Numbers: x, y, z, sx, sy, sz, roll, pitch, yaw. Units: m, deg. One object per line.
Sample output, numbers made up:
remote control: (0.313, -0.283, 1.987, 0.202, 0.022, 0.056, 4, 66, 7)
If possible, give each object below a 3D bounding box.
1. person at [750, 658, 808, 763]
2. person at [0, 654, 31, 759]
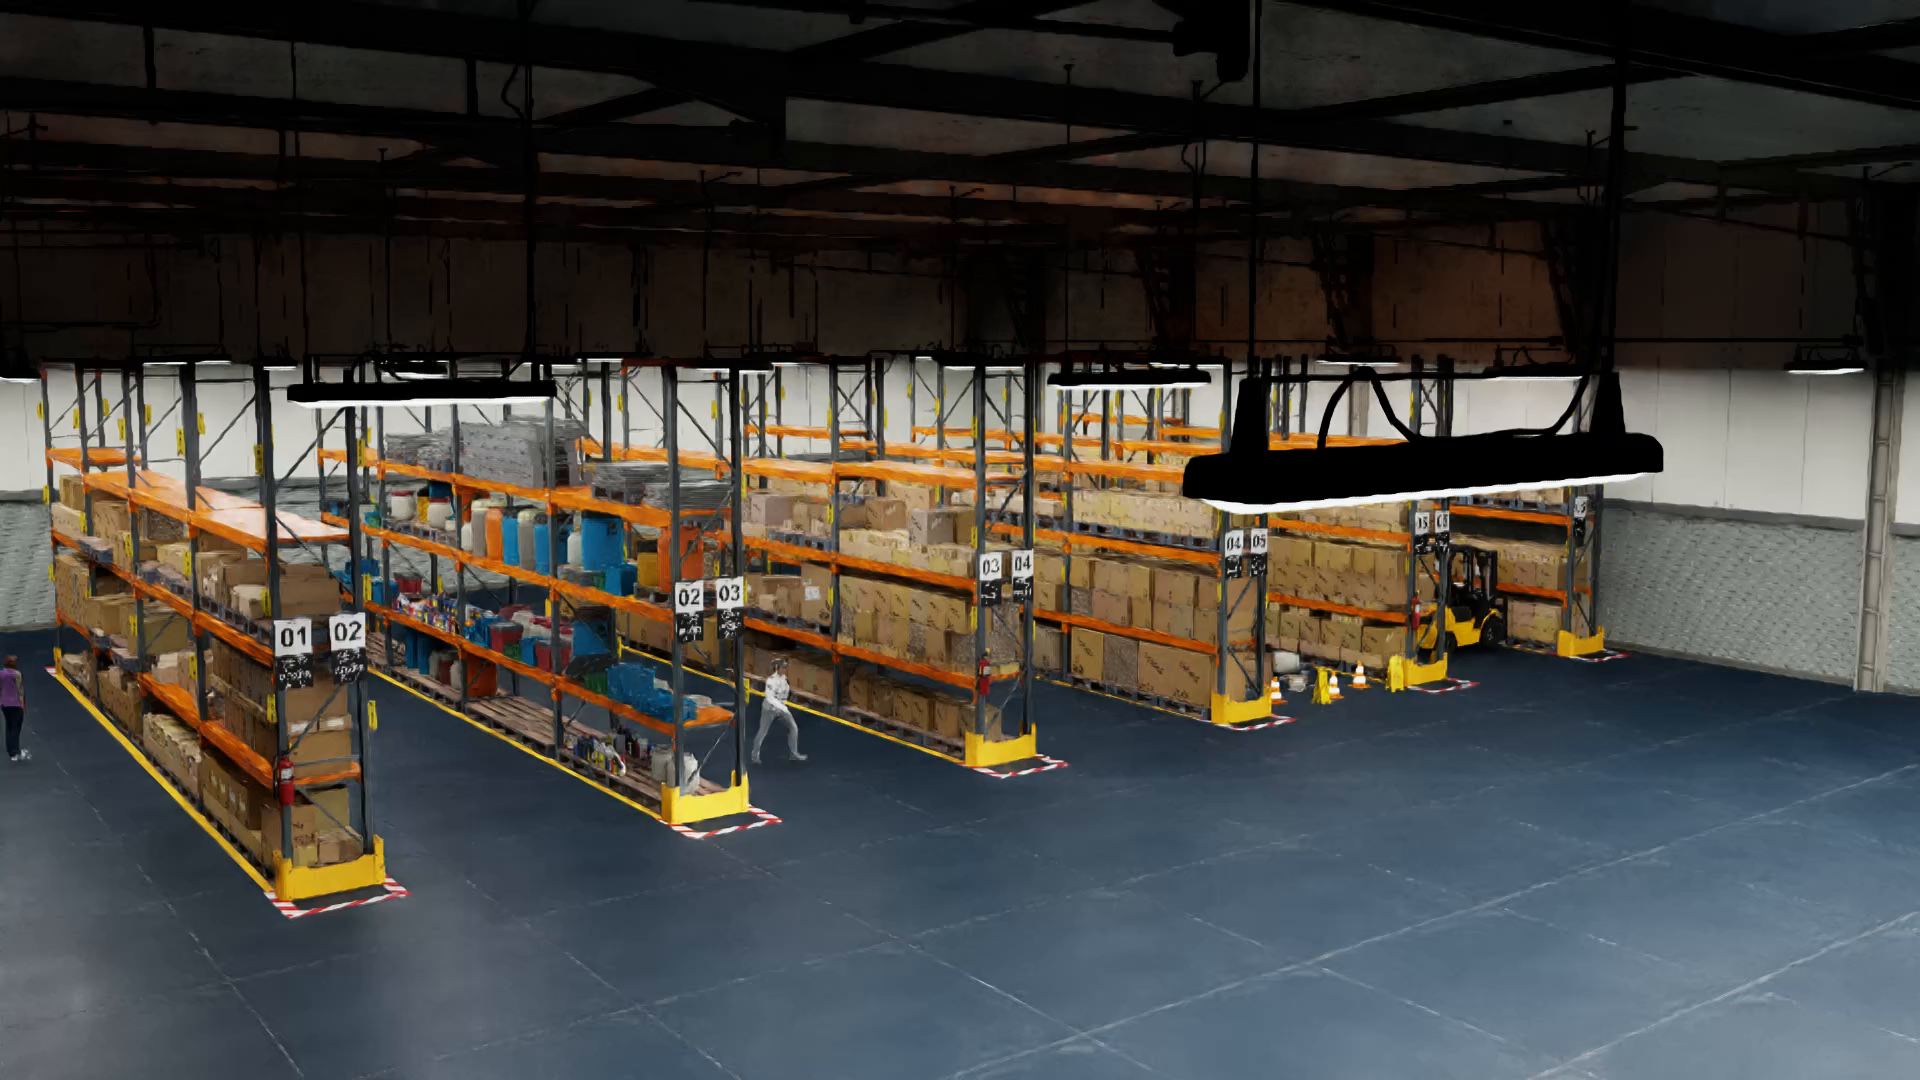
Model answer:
person: (-2.766, 2.540, 24.914, 0.773, 1.611, 0.629, 4, 8, 33)
person: (-14.300, 2.511, 25.164, 0.468, 1.600, 0.406, 3, 8, 24)
